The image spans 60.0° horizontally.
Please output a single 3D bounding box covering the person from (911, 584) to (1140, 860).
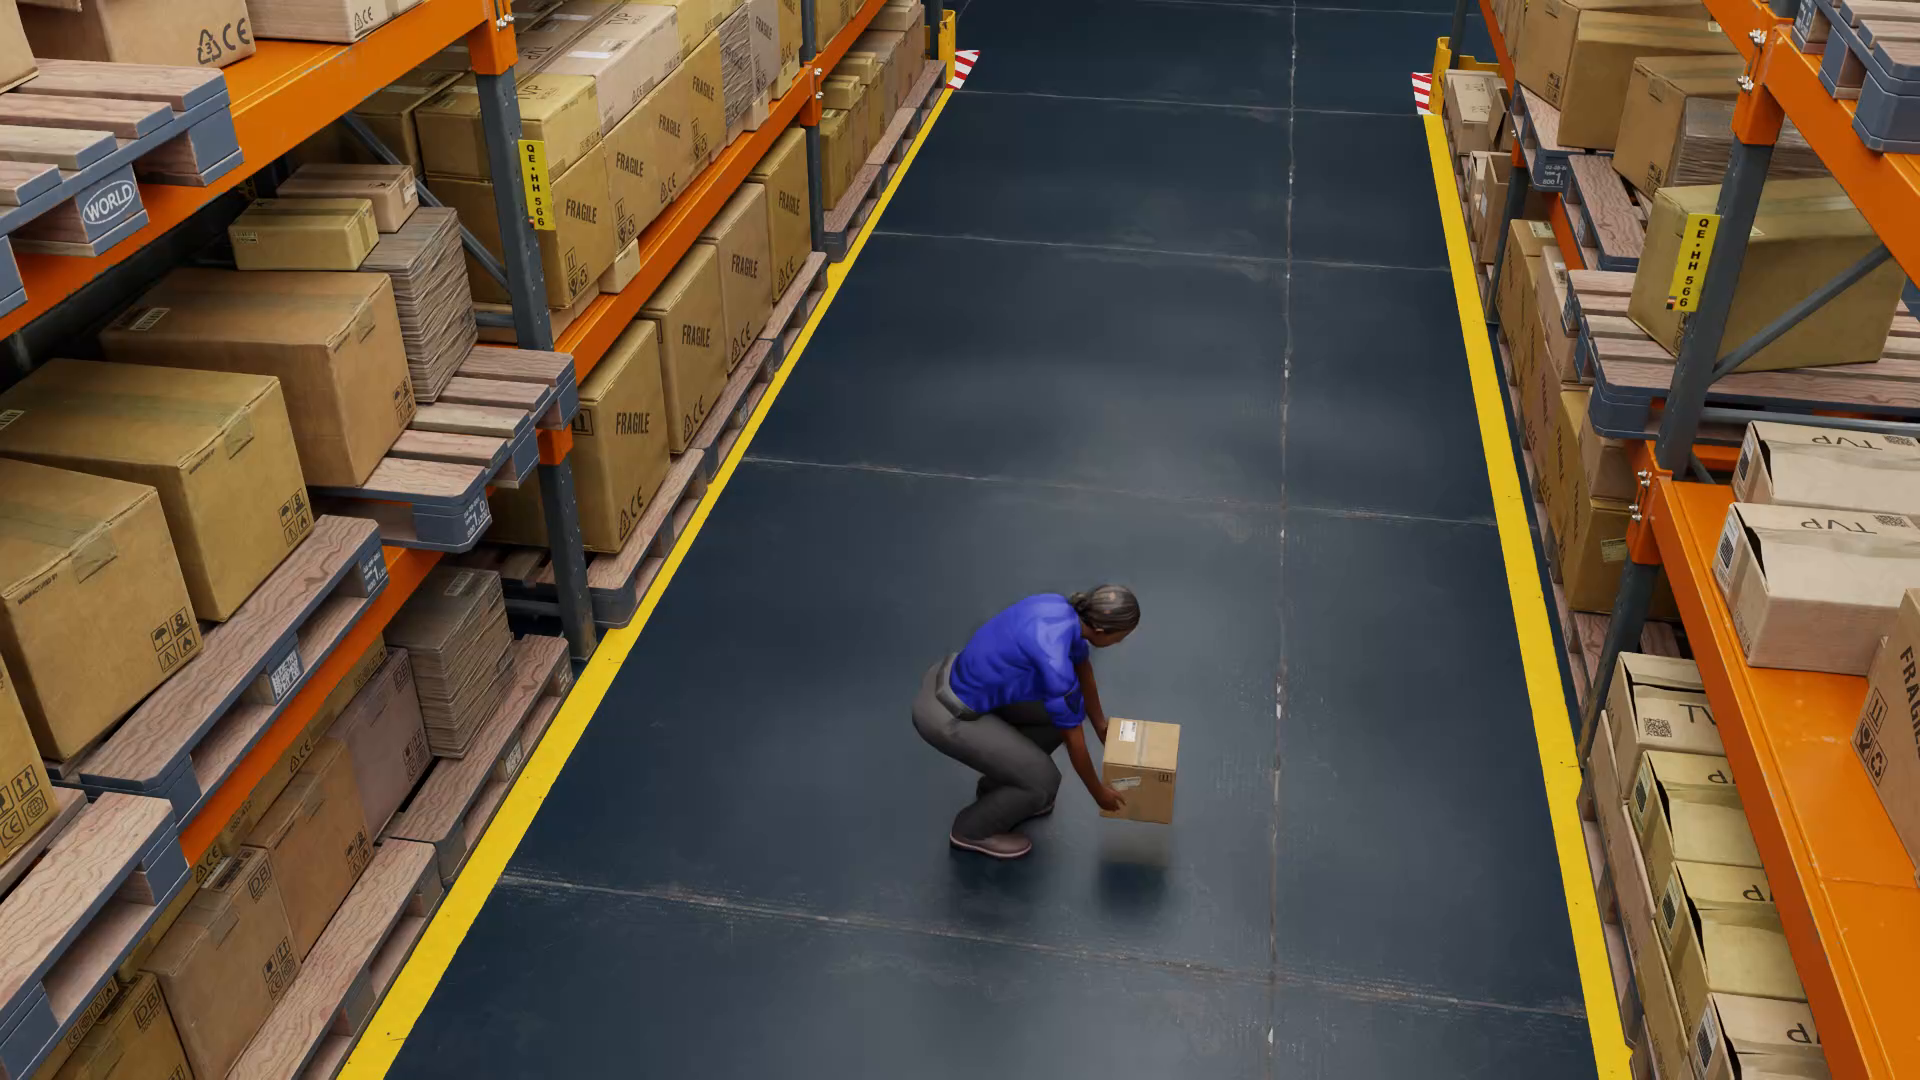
[{"bbox_3d":[0.226,0.590,5.794,0.764,1.045,0.491,5,33,8],"label":"person"}]
